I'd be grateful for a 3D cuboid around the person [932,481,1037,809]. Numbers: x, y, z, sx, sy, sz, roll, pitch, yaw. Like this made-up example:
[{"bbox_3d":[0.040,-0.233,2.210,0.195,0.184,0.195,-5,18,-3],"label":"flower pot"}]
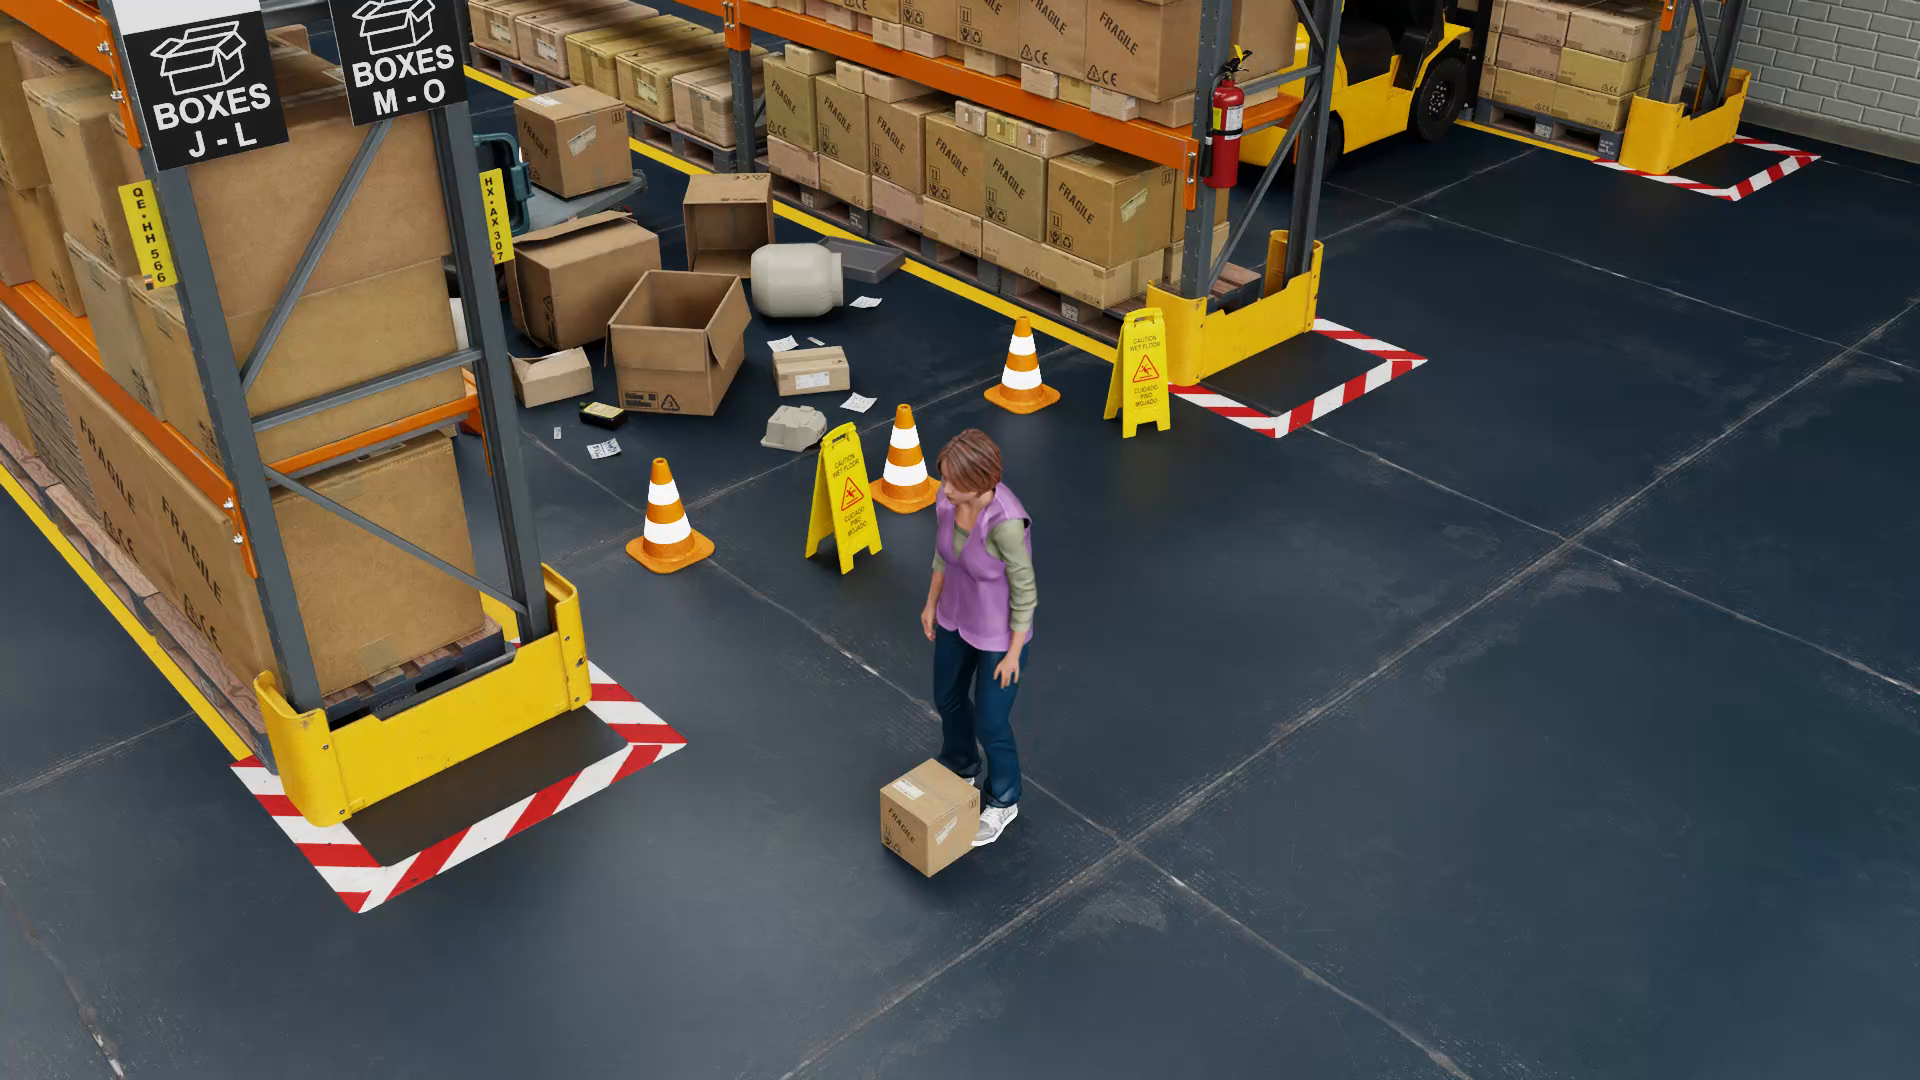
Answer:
[{"bbox_3d":[0.085,0.364,5.696,0.289,1.327,0.459,-26,40,-35],"label":"person"}]
